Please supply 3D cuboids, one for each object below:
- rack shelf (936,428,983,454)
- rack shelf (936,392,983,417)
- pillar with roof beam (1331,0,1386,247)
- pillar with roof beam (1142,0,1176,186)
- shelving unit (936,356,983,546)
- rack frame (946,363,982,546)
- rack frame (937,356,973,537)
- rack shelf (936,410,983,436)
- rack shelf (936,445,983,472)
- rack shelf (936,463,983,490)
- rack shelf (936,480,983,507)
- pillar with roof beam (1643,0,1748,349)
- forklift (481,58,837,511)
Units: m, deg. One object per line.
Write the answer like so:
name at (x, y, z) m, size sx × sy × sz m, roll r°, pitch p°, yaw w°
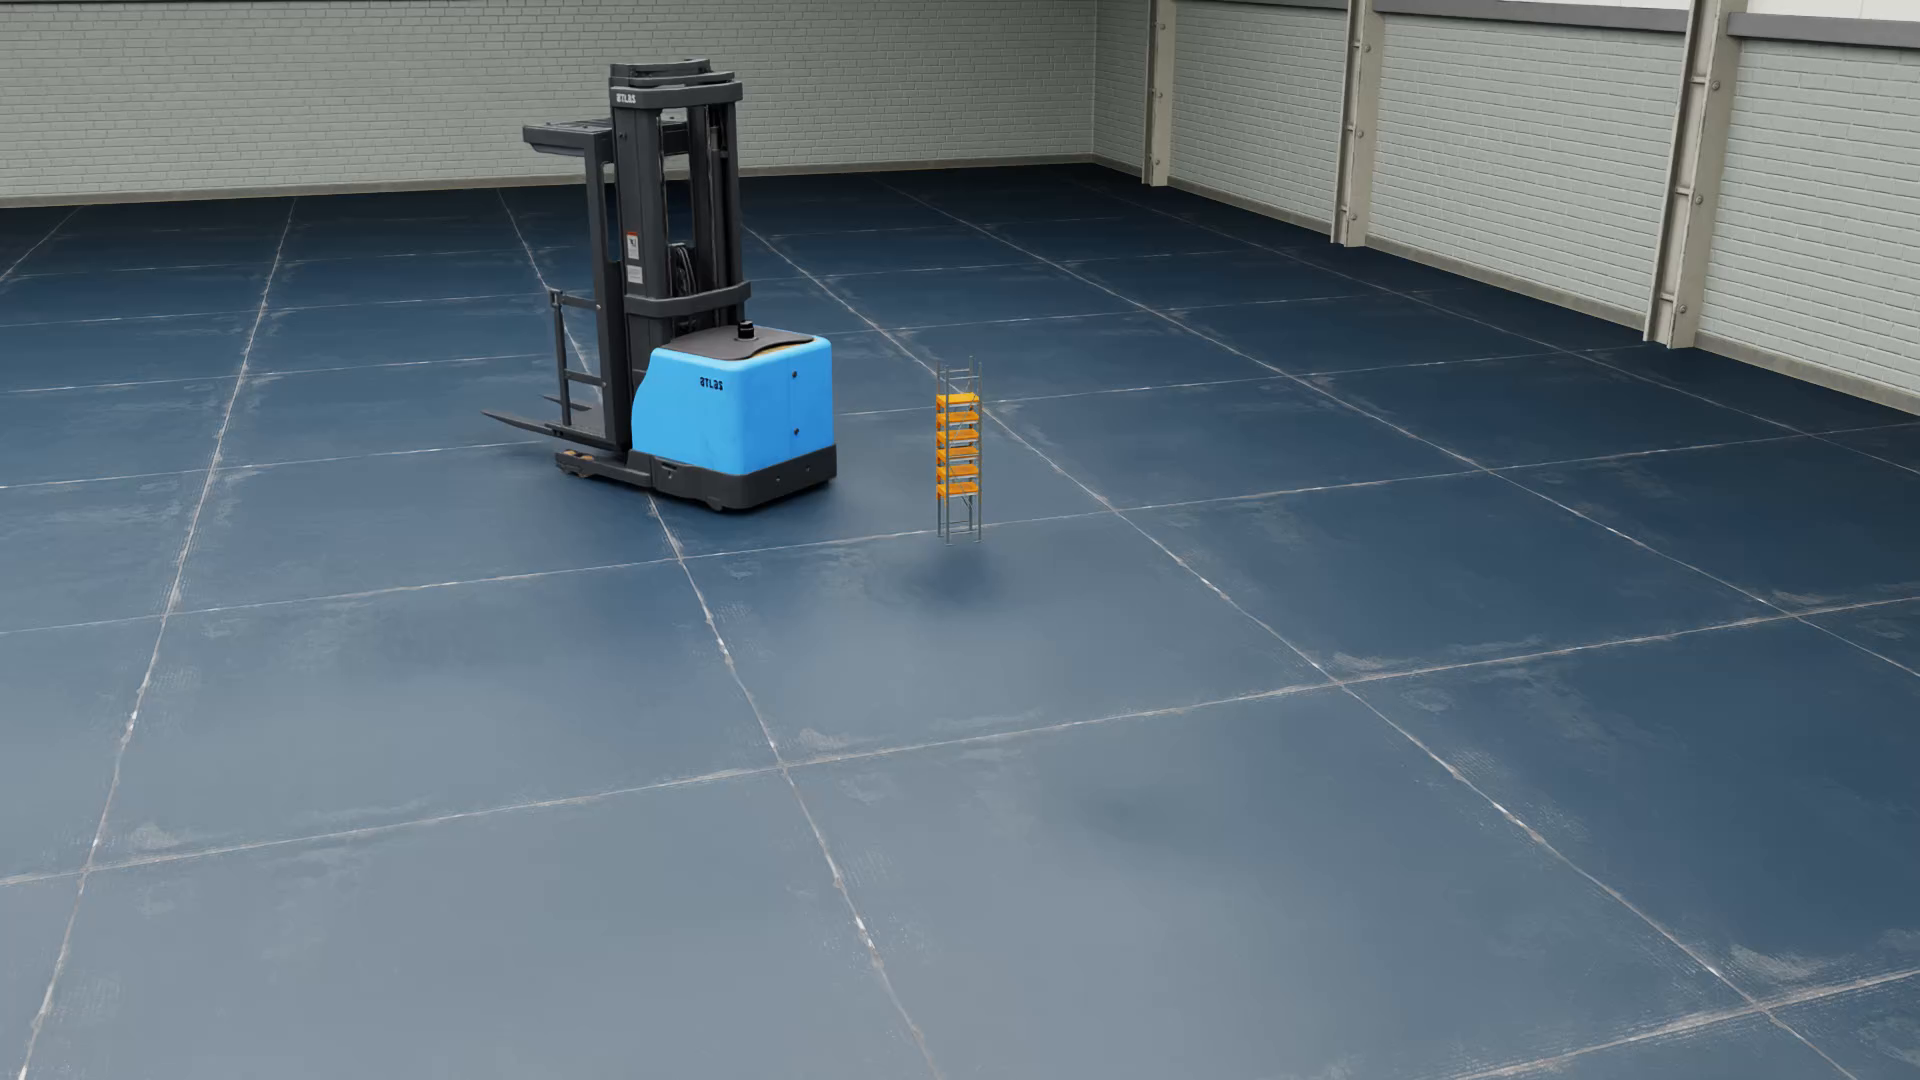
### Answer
rack shelf at (-0.005, -0.640, 10.701) m, size 0.258 × 0.103 × 0.180 m, roll -6°, pitch 21°, yaw -17°
rack shelf at (-0.005, -0.866, 10.620) m, size 0.258 × 0.103 × 0.180 m, roll -6°, pitch 21°, yaw -17°
pillar with roof beam at (0.970, -7.630, 18.848) m, size 9.100 × 9.000 × 0.400 m, roll -6°, pitch 21°, yaw -17°
pillar with roof beam at (-0.916, -9.556, 24.209) m, size 9.100 × 9.000 × 0.400 m, roll -6°, pitch 21°, yaw -17°
shelving unit at (-0.005, -0.569, 10.727) m, size 0.258 × 1.200 × 0.189 m, roll -6°, pitch 21°, yaw -17°
rack frame at (0.024, -0.540, 10.645) m, size 0.240 × 1.200 × 0.006 m, roll -6°, pitch 21°, yaw -17°
rack frame at (-0.033, -0.599, 10.808) m, size 0.240 × 1.200 × 0.006 m, roll -6°, pitch 21°, yaw -17°
rack shelf at (-0.005, -0.753, 10.660) m, size 0.258 × 0.103 × 0.180 m, roll -6°, pitch 21°, yaw -17°
rack shelf at (-0.005, -0.528, 10.742) m, size 0.258 × 0.103 × 0.180 m, roll -6°, pitch 21°, yaw -17°
rack shelf at (-0.005, -0.415, 10.782) m, size 0.258 × 0.103 × 0.180 m, roll -6°, pitch 21°, yaw -17°
rack shelf at (-0.005, -0.302, 10.823) m, size 0.258 × 0.103 × 0.180 m, roll -6°, pitch 21°, yaw -17°
pillar with roof beam at (2.856, -5.705, 13.488) m, size 9.100 × 9.000 × 0.400 m, roll -6°, pitch 21°, yaw -17°
forklift at (-2.367, -1.959, 12.033) m, size 3.031 × 2.935 × 1.130 m, roll 15°, pitch 24°, yaw 35°
